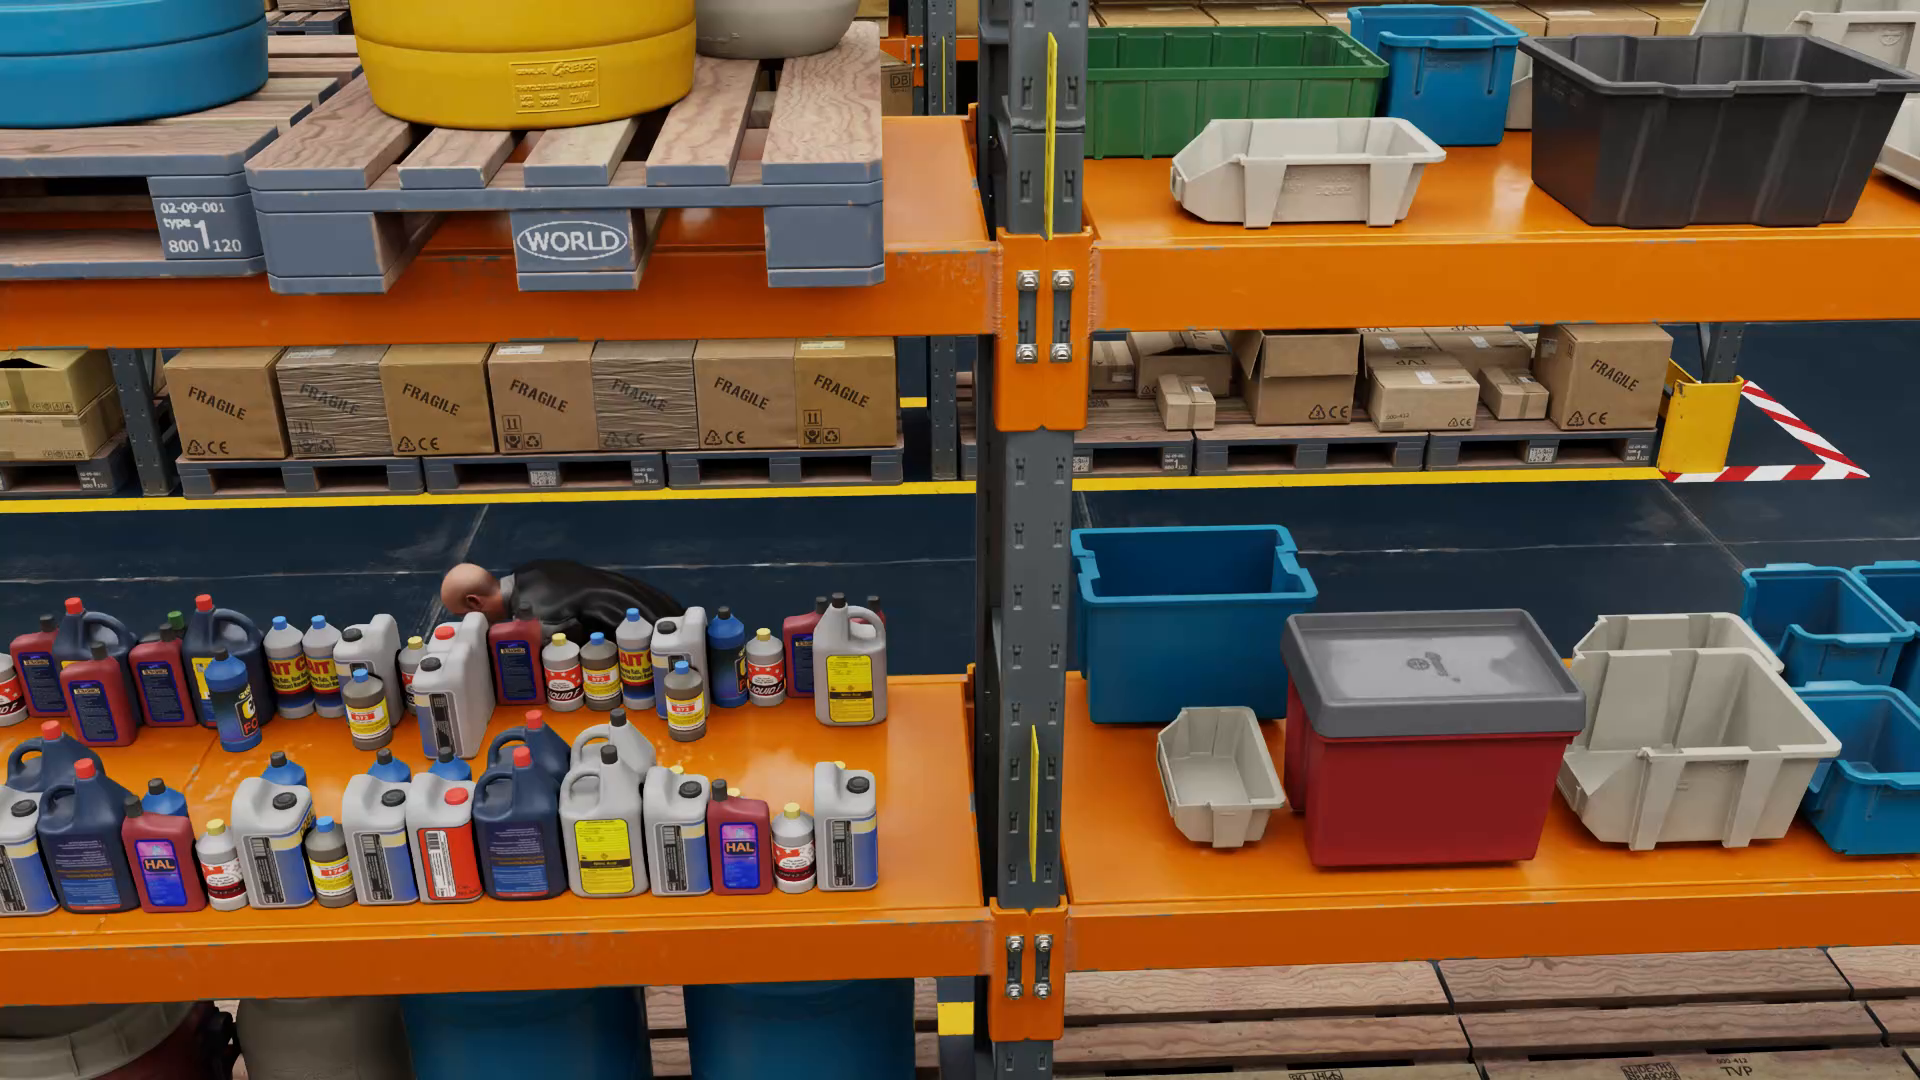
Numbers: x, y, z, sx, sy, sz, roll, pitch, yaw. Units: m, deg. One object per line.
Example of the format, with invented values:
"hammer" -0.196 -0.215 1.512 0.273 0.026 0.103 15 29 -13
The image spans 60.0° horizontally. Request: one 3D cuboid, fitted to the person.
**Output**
"person" -1.433 0.462 6.204 0.870 0.855 0.538 -1 27 -3
